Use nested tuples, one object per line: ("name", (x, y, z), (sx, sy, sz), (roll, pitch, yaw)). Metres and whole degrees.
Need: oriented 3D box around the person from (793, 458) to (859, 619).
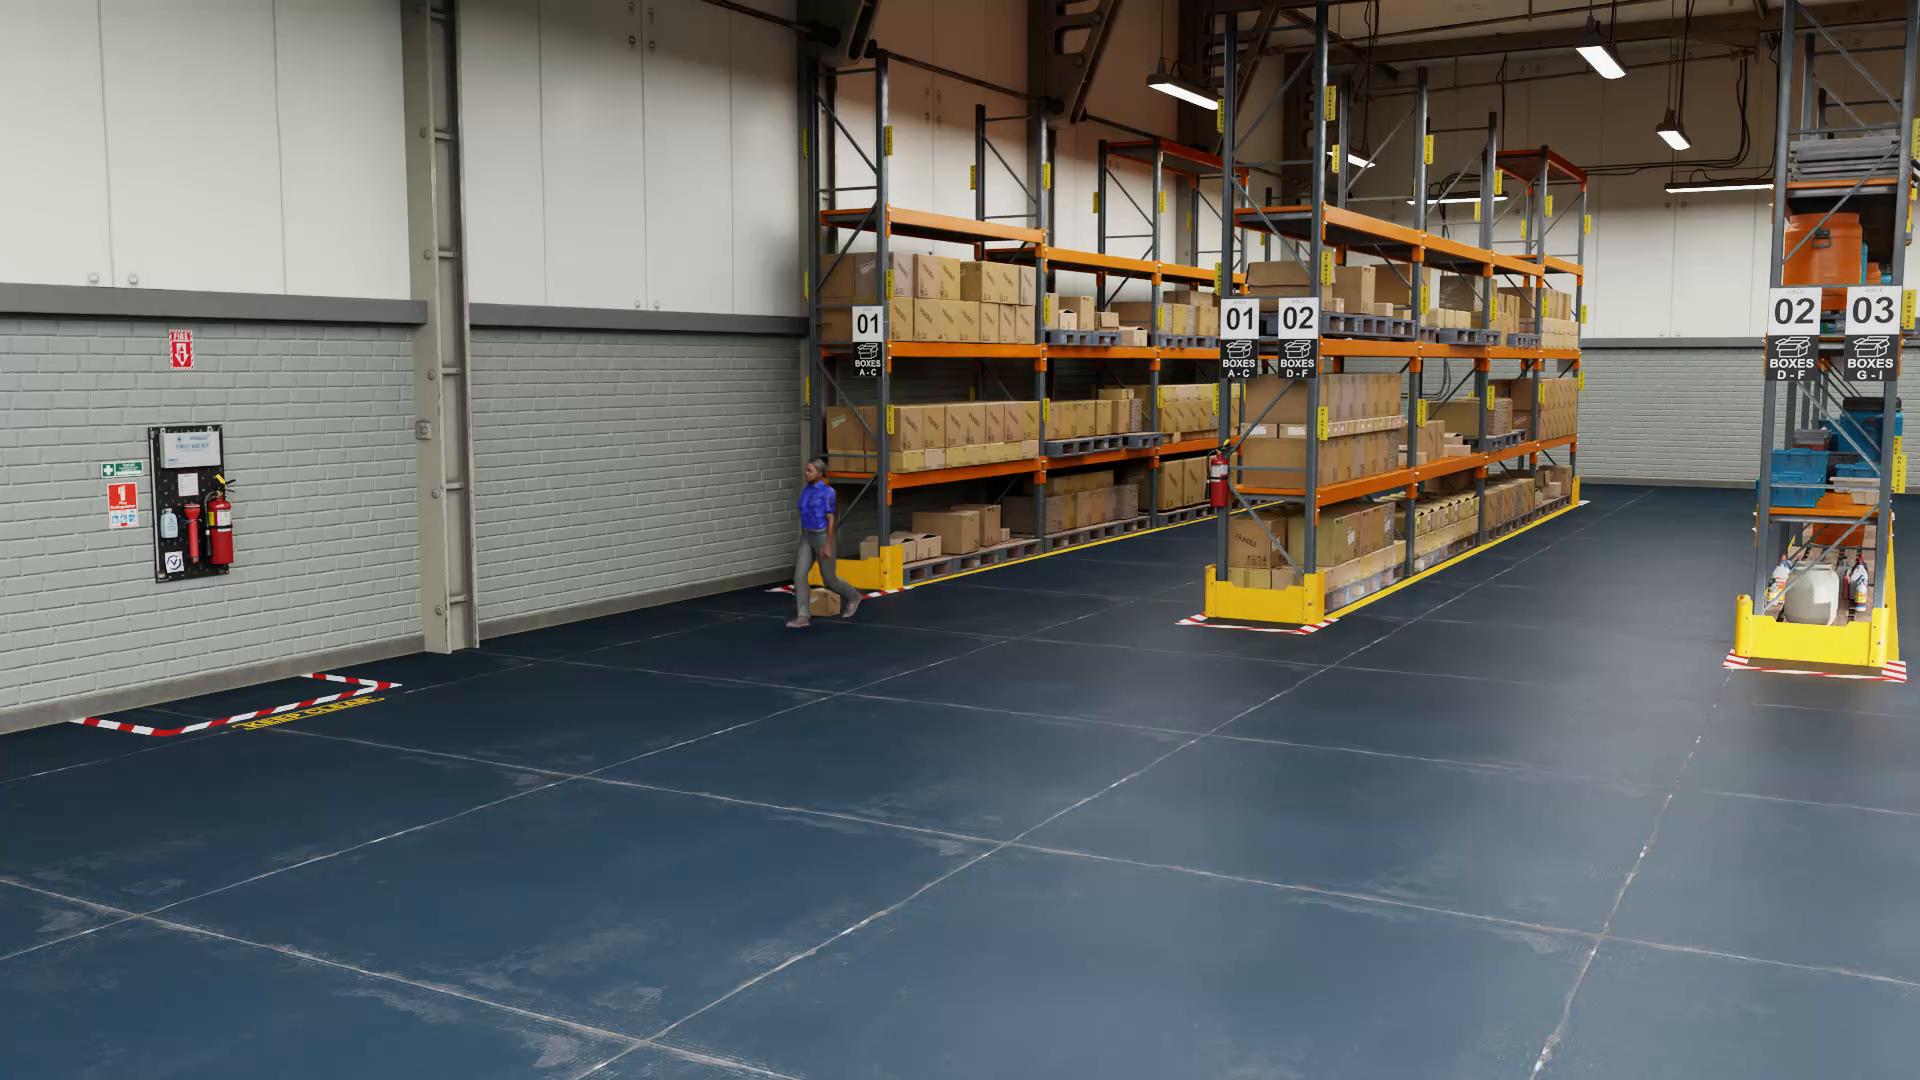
("person", (-1.319, -0.016, 16.188), (0.438, 1.566, 0.676), (5, 8, 38))
